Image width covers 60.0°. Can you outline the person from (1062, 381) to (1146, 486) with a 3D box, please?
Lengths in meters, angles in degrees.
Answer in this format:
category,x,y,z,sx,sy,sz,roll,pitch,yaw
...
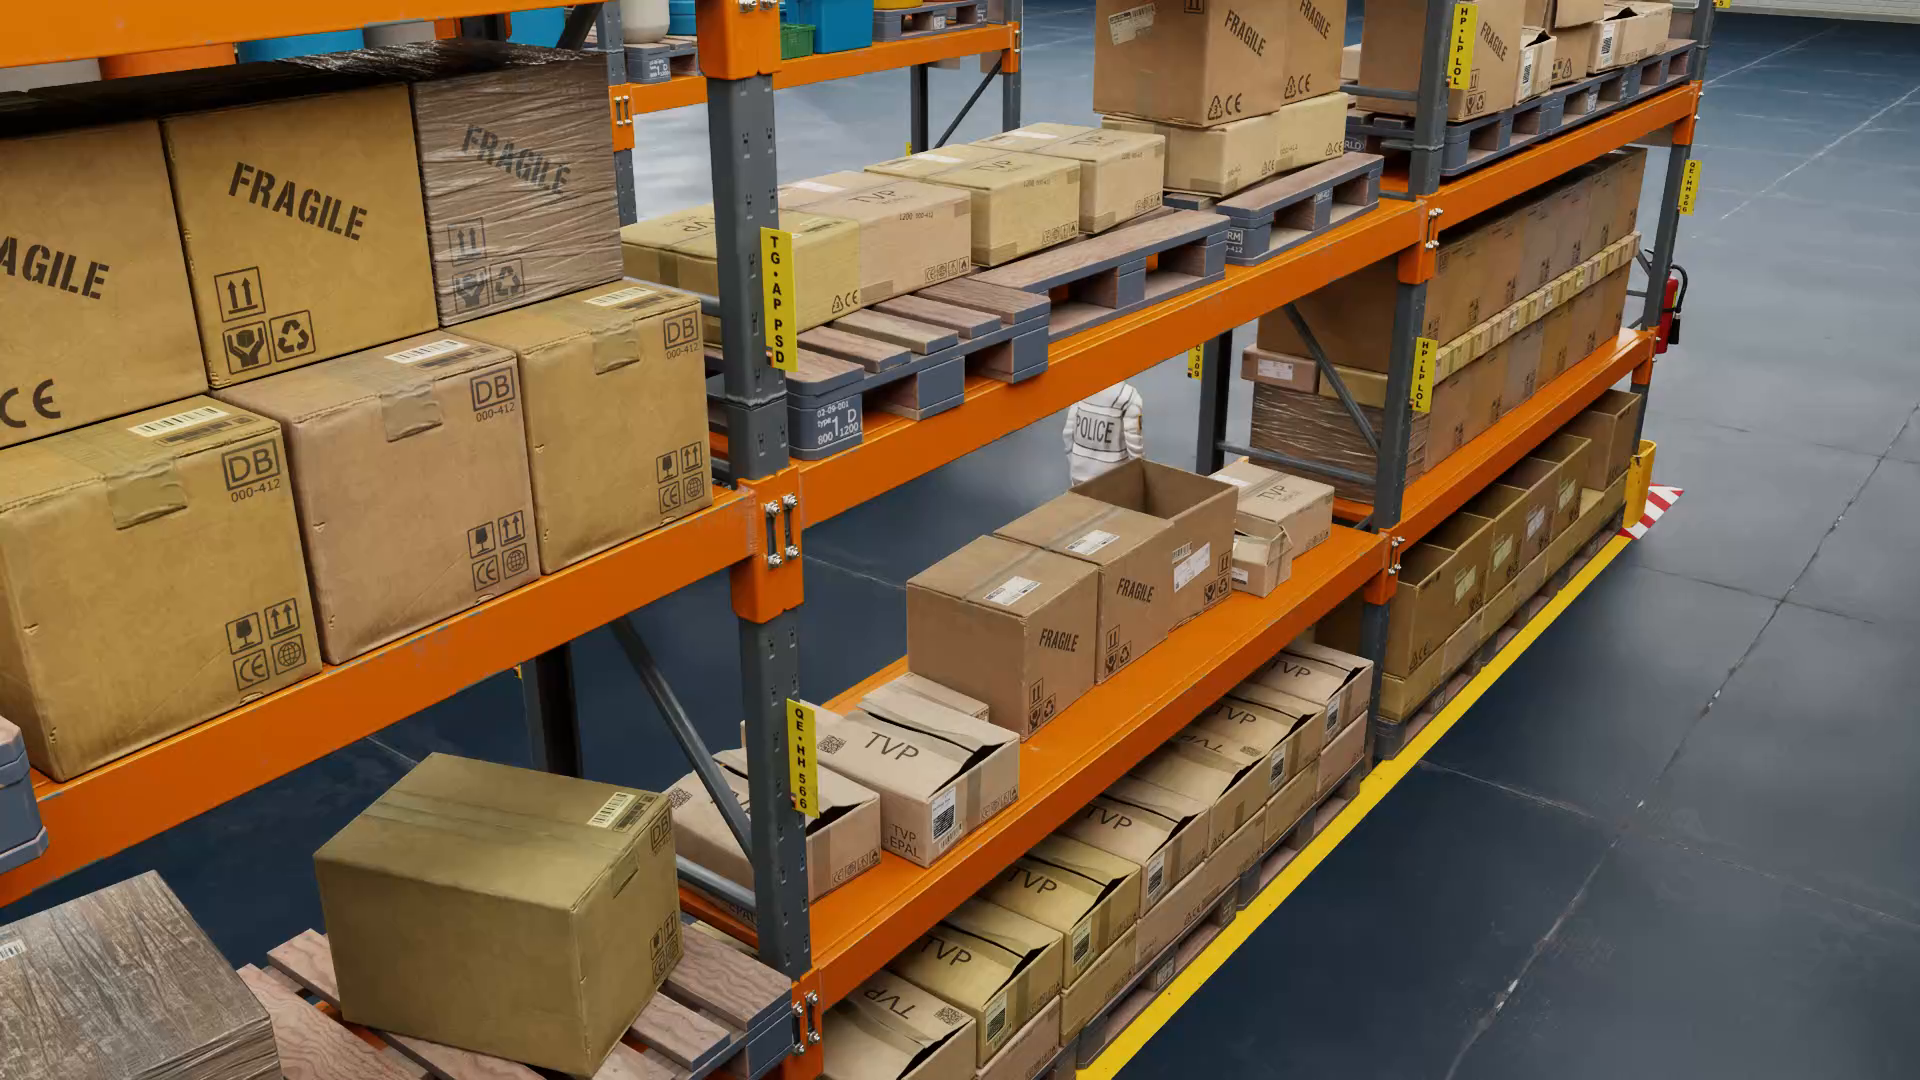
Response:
category,x,y,z,sx,sy,sz,roll,pitch,yaw
person,0.834,-0.353,9.399,0.530,1.663,0.404,17,29,34
